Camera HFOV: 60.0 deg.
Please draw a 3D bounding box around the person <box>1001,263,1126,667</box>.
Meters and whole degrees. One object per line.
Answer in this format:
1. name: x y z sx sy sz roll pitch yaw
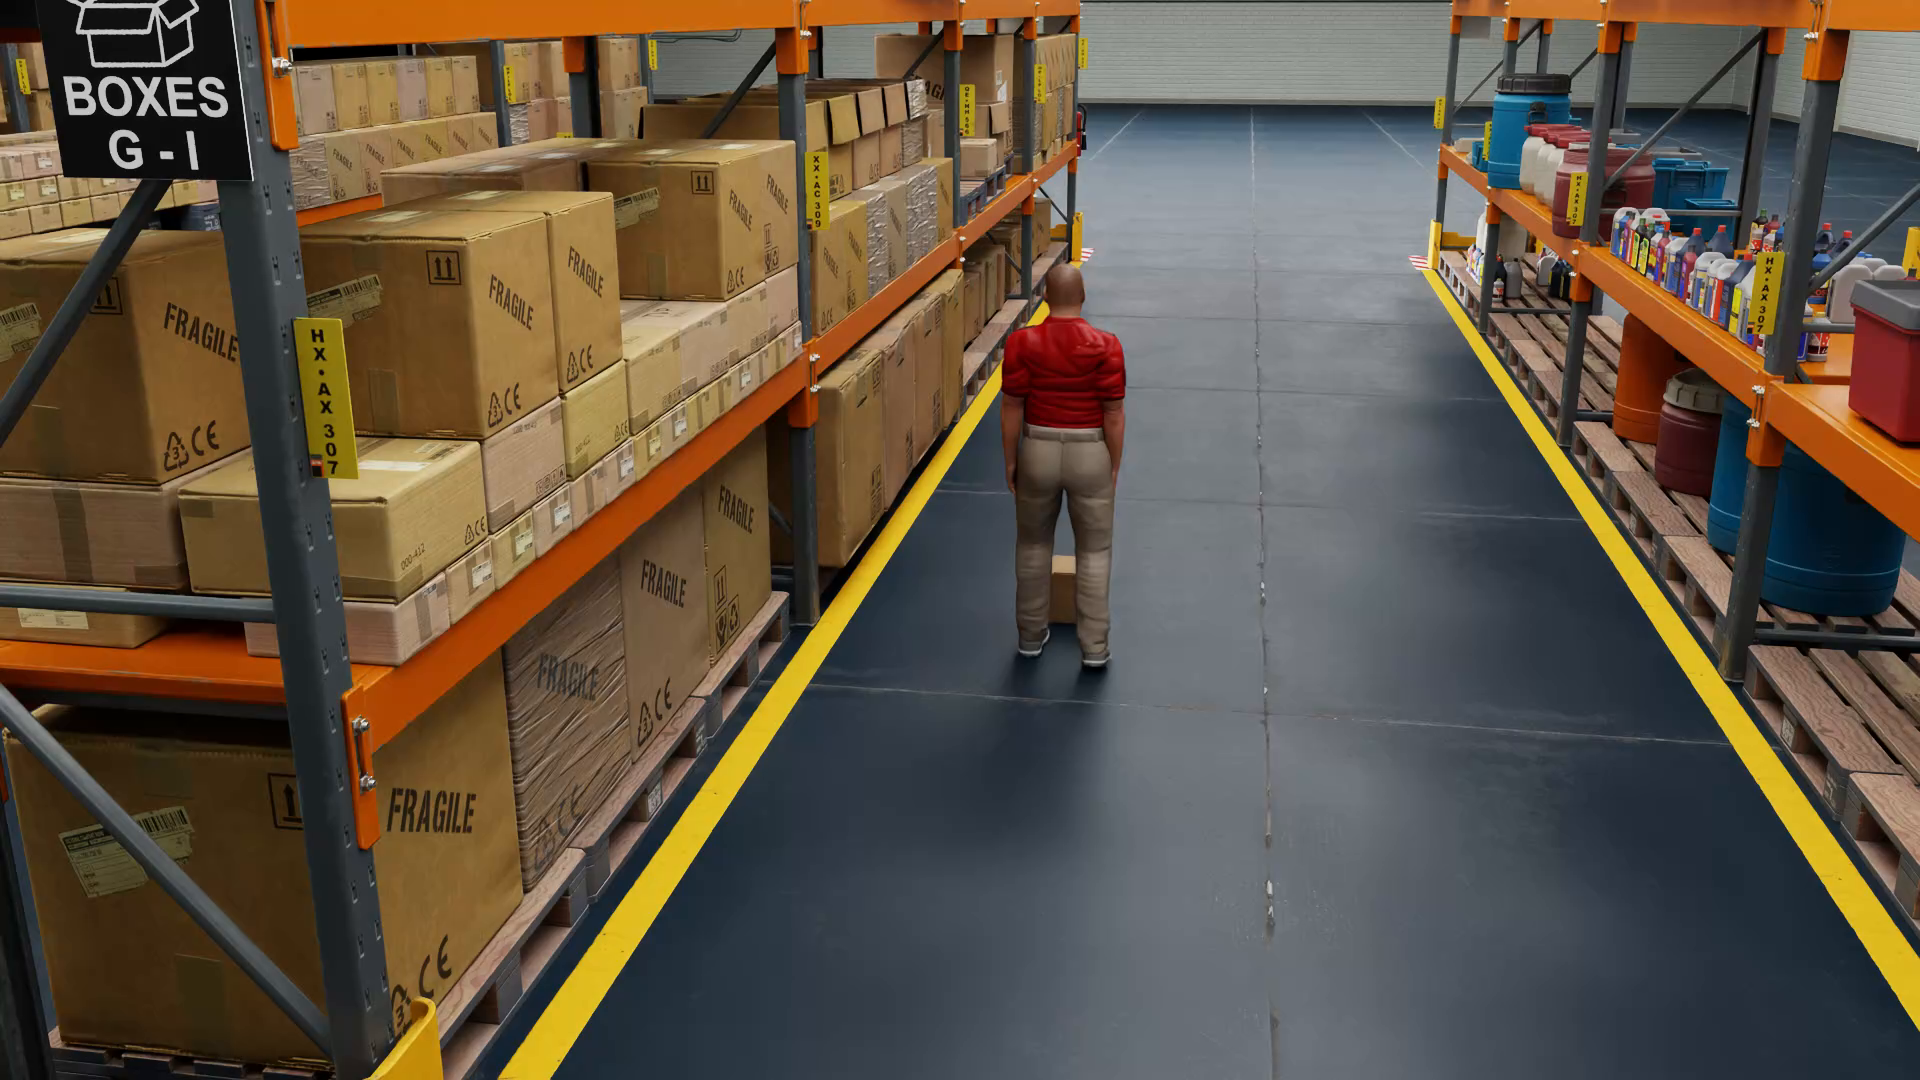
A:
1. person: 0.440 -0.314 7.105 0.525 1.744 0.415 3 18 10
